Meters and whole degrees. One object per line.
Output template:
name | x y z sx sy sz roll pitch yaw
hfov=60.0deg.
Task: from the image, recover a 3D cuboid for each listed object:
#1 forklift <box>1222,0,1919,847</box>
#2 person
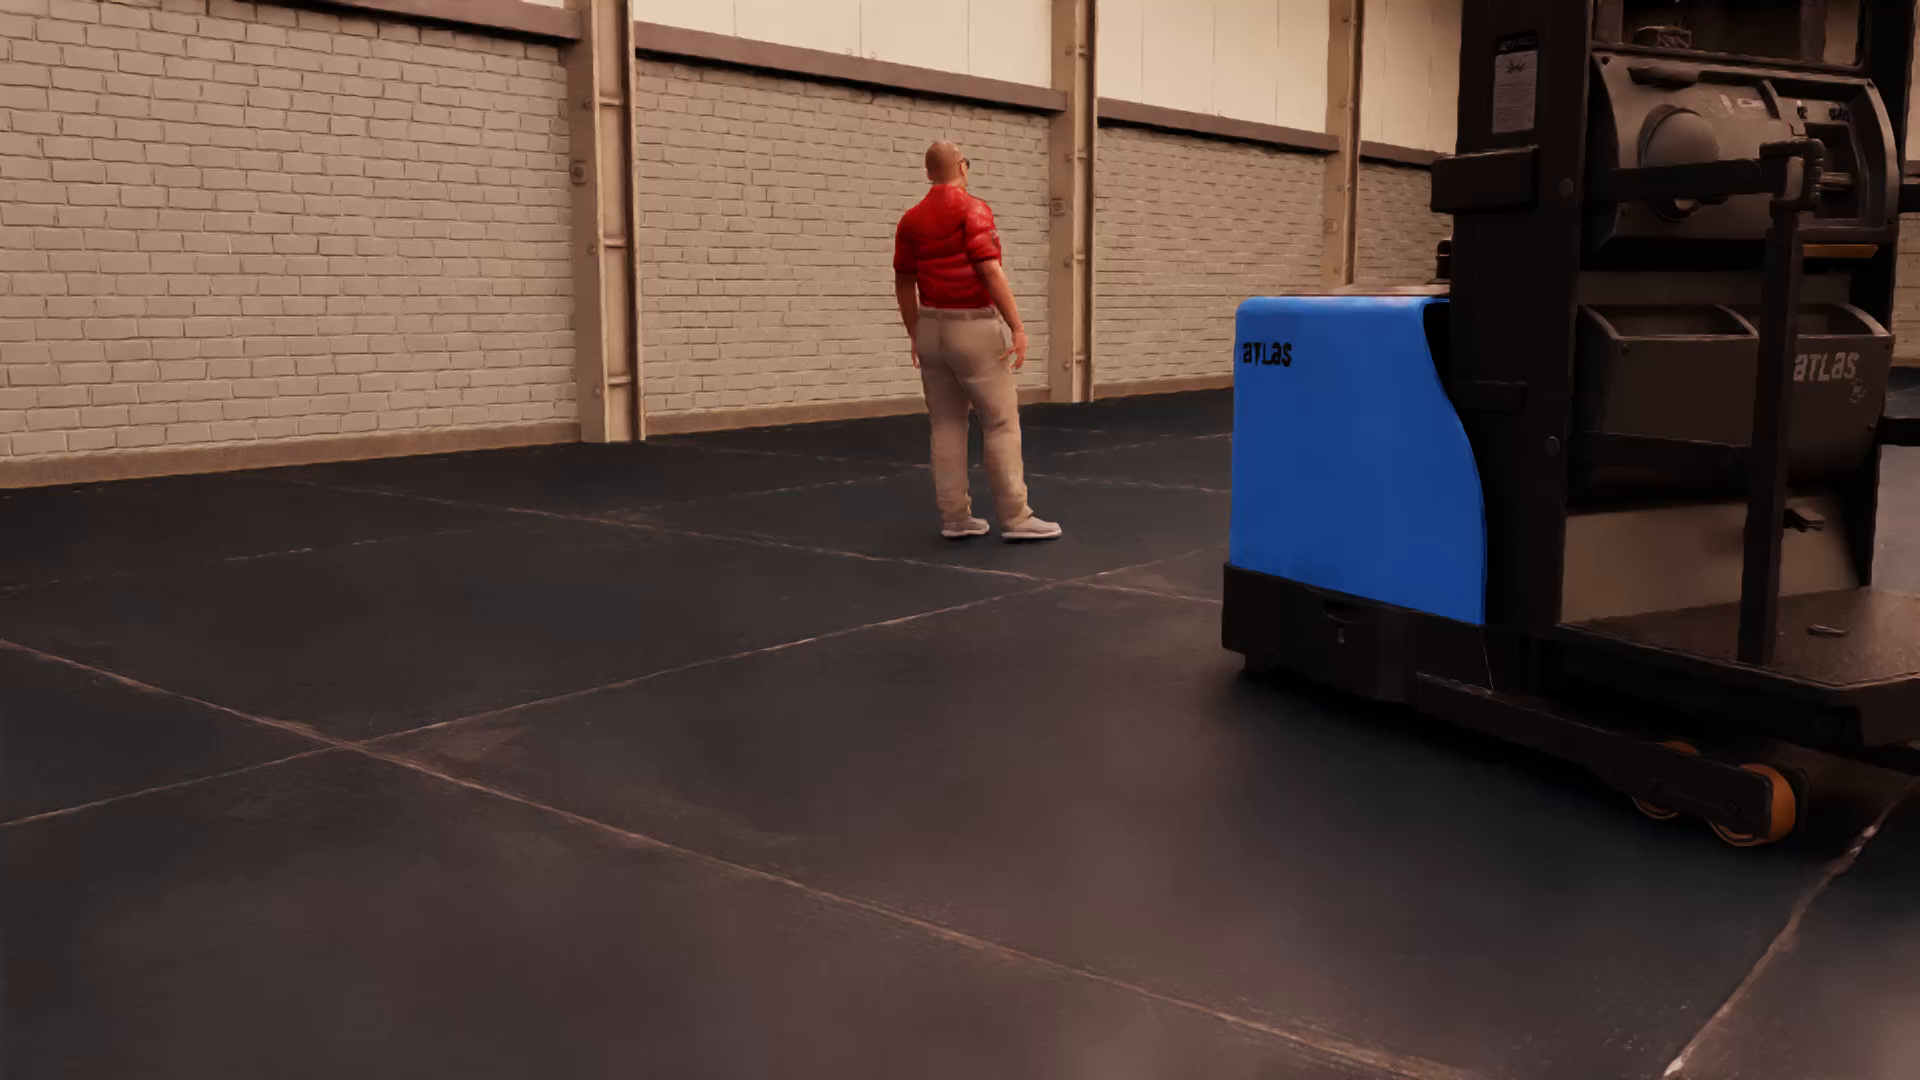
forklift | 1.879 -0.918 3.560 1.130 2.935 3.031 -4 9 -27
person | 0.066 -0.871 7.340 0.640 1.726 0.550 7 11 38
